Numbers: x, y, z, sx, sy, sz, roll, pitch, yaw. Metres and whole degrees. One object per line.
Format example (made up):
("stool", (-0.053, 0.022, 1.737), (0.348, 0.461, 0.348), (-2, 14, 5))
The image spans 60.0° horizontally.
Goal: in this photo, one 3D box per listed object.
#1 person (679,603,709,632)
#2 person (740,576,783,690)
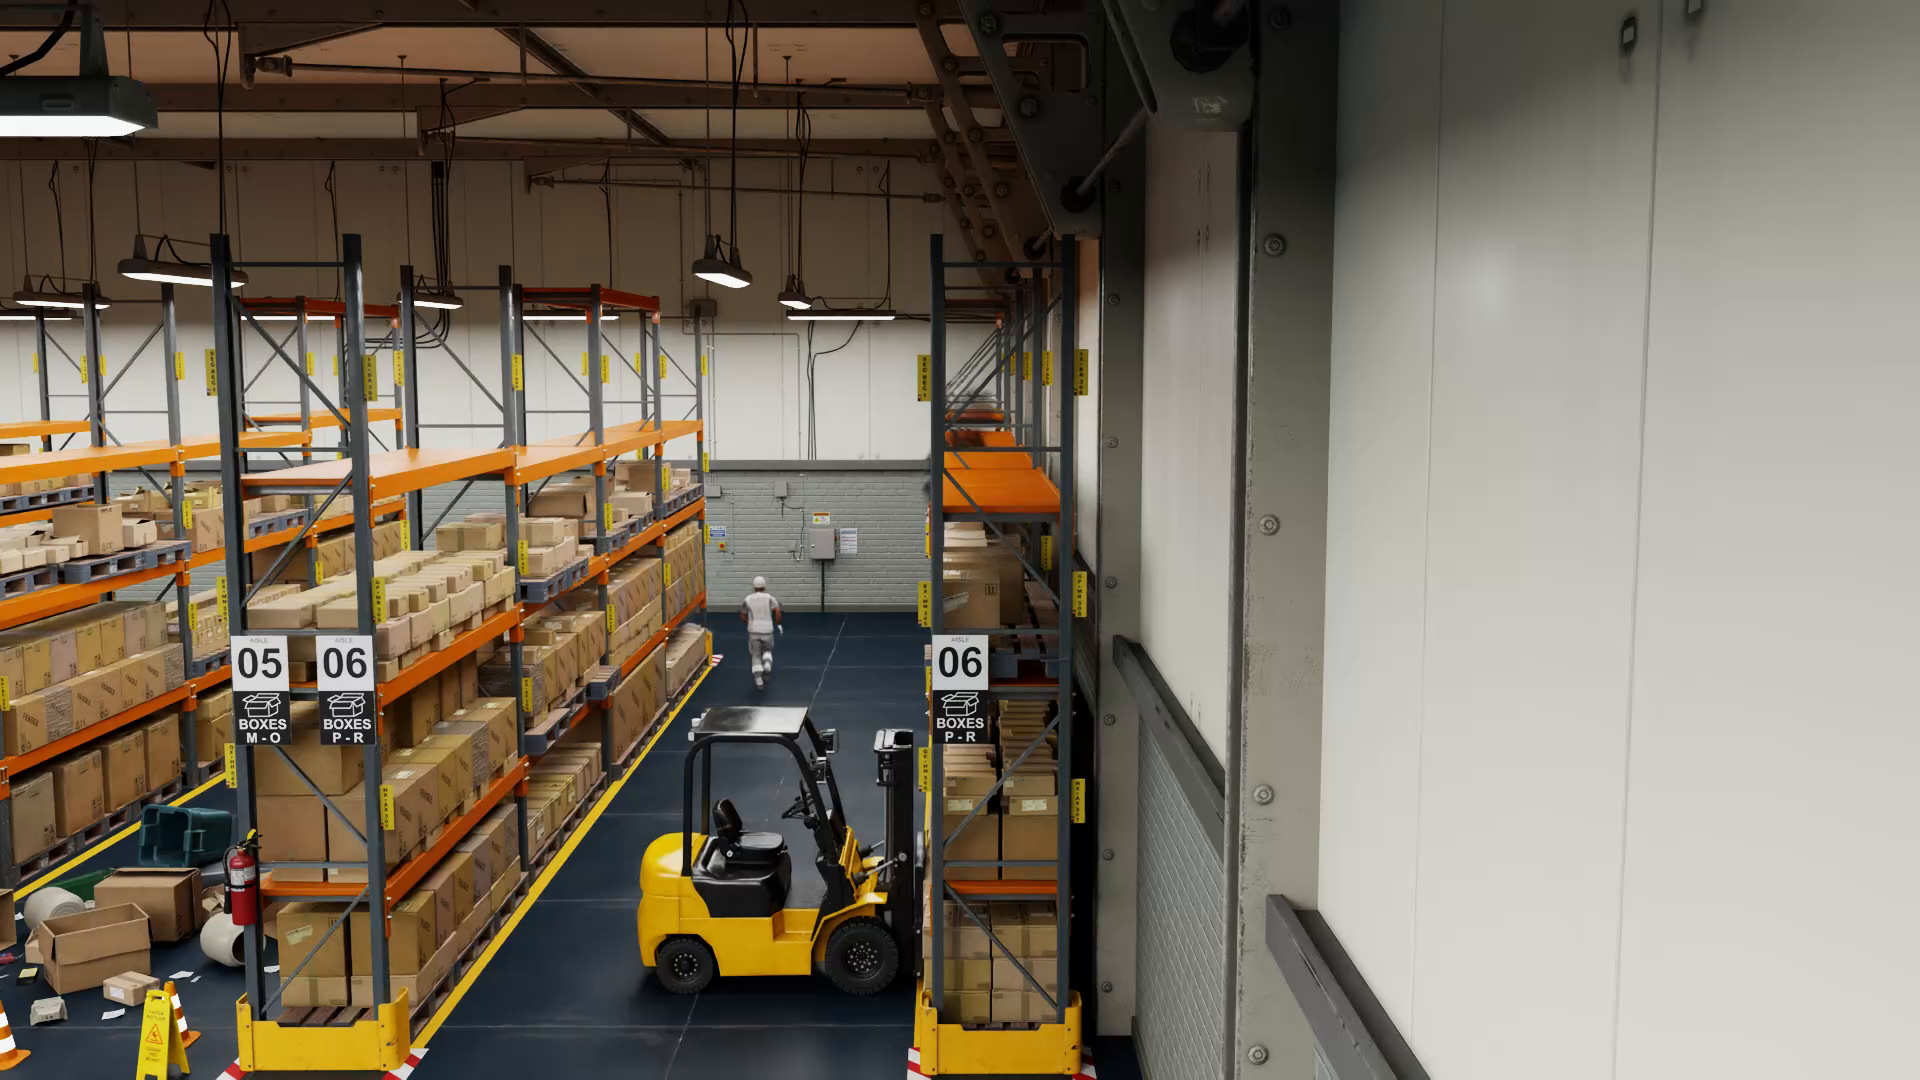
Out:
("person", (-4.757, 1.089, 29.246), (0.695, 1.704, 0.700), (2, 7, 21))
("person", (-3.096, 1.423, 25.981), (0.662, 1.735, 0.674), (0, 6, -3))
